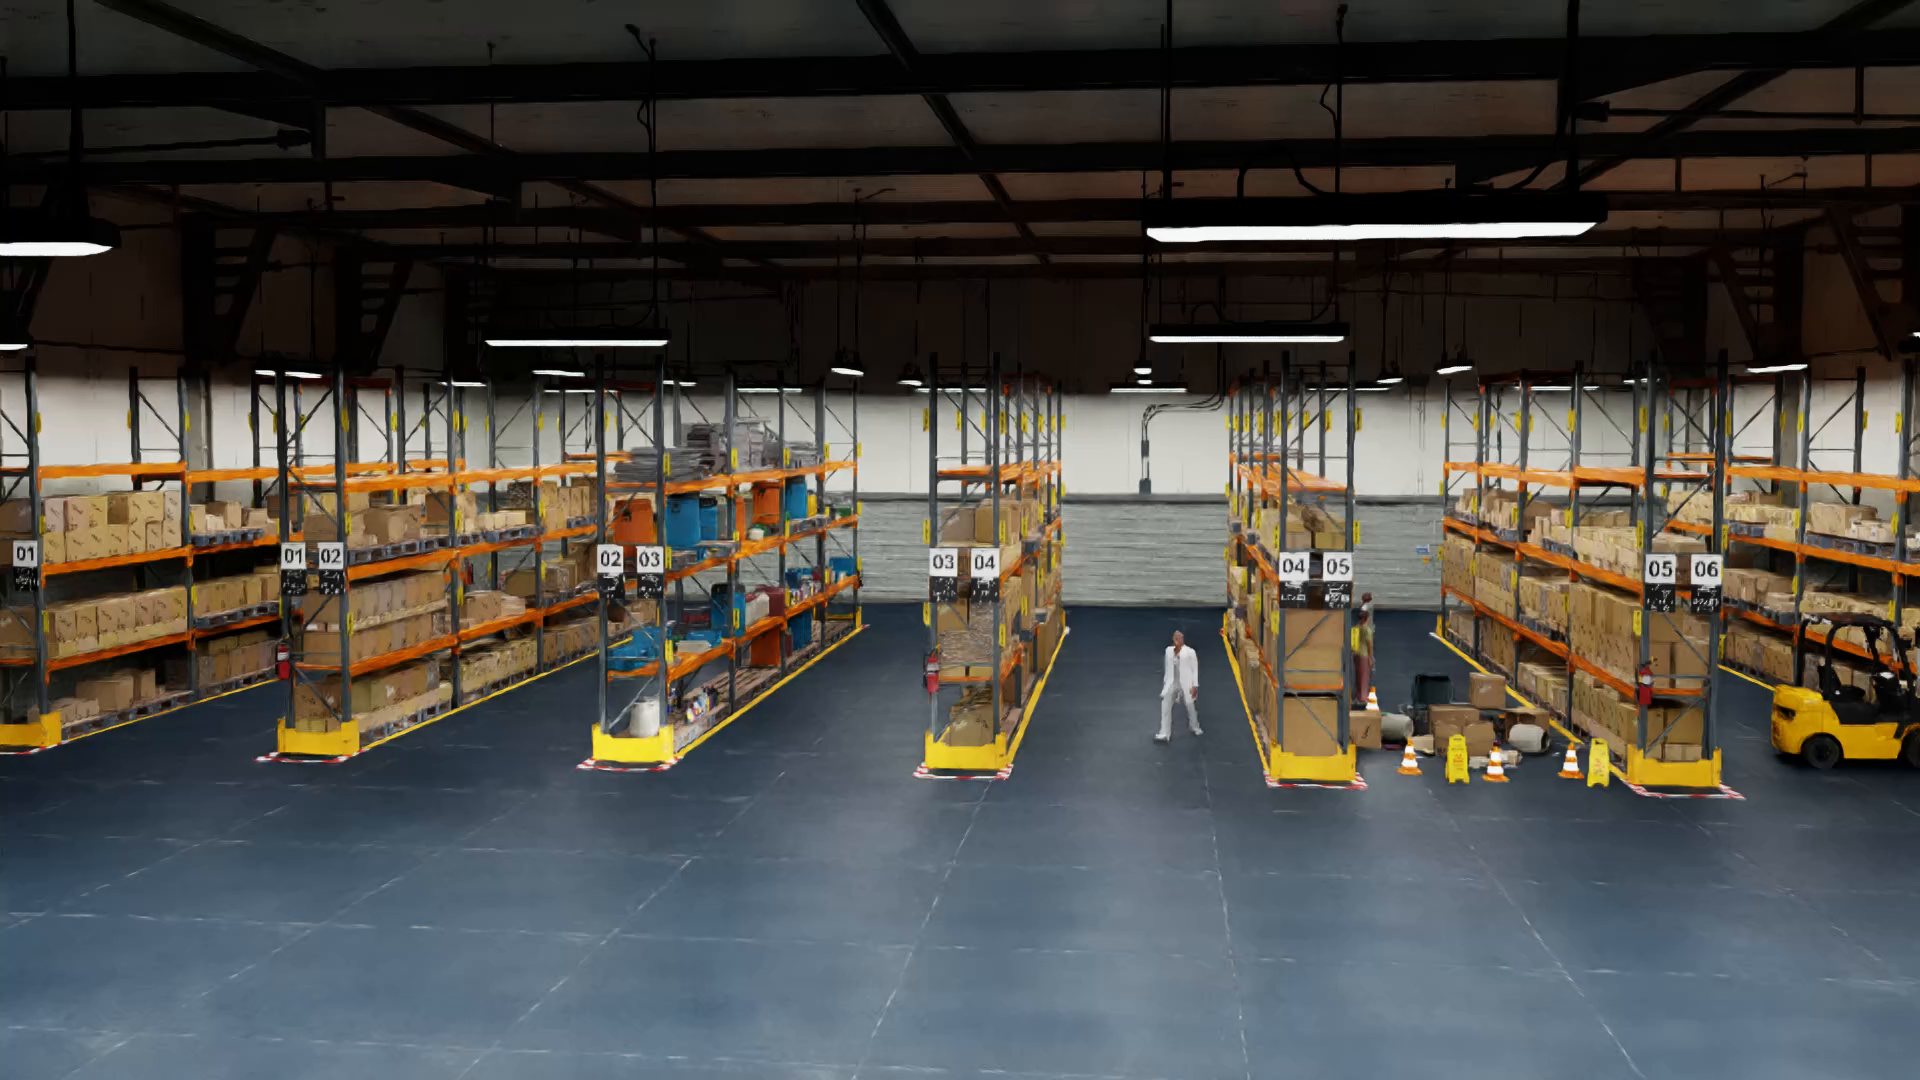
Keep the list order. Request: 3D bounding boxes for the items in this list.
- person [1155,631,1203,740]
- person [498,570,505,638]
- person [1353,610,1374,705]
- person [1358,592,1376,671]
[{"bbox_3d":[3.483,2.286,26.299,0.633,1.727,1.044,2,5,28],"label":"person"},{"bbox_3d":[-10.094,1.524,37.018,0.729,1.733,0.546,0,4,5],"label":"person"},{"bbox_3d":[7.177,2.071,29.444,0.441,1.675,0.498,-2,4,-23],"label":"person"},{"bbox_3d":[8.170,1.832,33.440,0.511,1.596,0.494,3,5,37],"label":"person"}]
